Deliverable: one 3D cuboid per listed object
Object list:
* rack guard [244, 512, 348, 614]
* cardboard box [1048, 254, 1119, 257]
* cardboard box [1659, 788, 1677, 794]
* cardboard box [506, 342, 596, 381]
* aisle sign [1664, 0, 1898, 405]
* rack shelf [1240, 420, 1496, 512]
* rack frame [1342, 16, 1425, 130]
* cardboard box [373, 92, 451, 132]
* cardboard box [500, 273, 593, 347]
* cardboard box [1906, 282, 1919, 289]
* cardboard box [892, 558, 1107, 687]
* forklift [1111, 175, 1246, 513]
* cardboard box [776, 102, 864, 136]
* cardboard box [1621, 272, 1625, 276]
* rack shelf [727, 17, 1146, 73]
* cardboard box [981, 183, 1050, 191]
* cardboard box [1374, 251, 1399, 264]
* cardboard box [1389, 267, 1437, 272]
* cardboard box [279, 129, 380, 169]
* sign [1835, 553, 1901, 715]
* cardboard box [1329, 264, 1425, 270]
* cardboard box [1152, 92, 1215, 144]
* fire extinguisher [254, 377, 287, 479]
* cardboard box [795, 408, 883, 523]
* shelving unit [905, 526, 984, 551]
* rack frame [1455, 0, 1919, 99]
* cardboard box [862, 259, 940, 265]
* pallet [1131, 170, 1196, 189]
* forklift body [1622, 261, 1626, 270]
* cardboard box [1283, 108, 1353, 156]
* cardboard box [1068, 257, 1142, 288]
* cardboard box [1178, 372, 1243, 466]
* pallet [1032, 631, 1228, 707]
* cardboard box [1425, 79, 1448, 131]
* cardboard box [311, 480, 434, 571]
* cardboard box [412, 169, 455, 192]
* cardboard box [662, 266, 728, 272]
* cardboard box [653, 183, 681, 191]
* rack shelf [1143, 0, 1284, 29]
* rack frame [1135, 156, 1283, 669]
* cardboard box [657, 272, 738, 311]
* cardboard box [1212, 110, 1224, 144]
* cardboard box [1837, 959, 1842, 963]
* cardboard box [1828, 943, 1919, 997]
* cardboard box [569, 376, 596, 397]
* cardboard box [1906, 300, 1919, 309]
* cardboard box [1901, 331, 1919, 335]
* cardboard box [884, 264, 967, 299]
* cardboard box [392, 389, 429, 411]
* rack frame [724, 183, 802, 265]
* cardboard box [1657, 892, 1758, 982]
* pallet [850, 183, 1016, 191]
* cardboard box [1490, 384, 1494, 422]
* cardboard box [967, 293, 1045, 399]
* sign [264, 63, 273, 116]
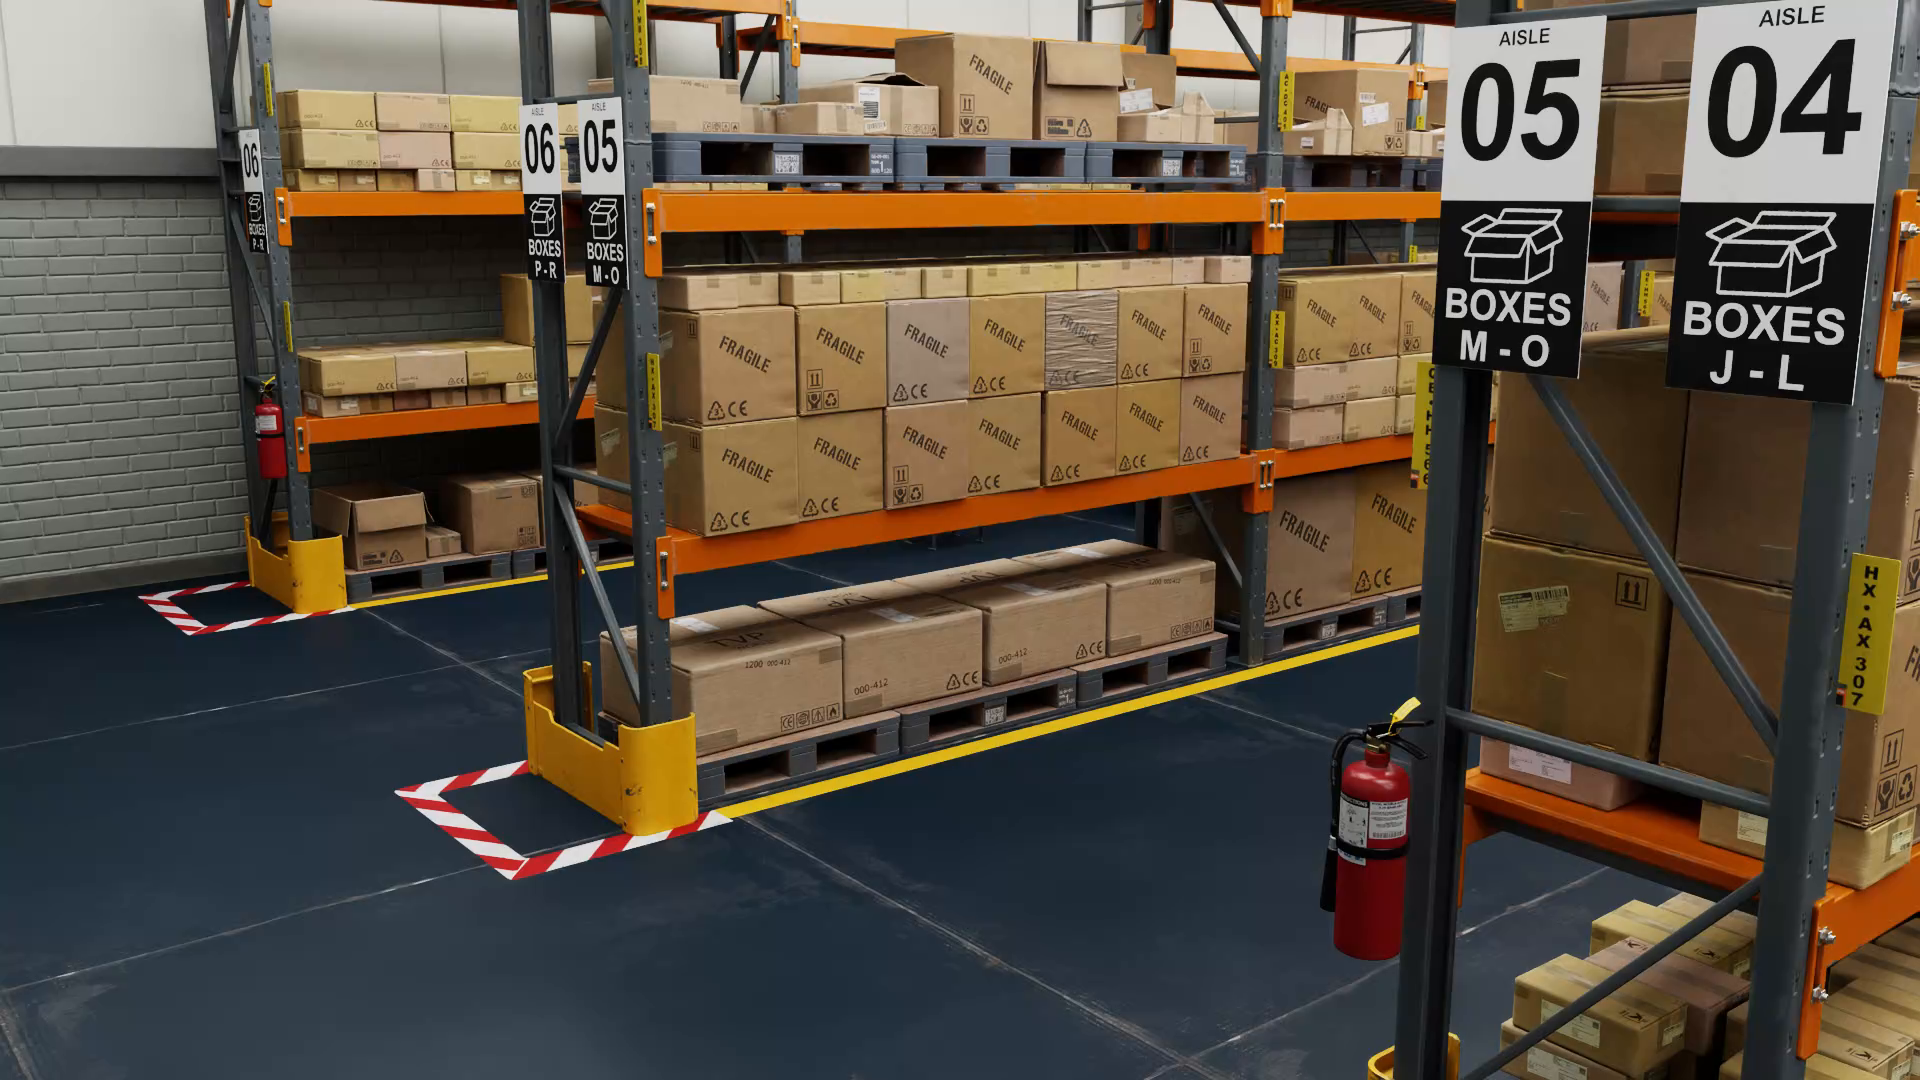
[{"bbox_3d":[-4.695,0.147,11.733,0.348,0.500,1.175,-9,15,-38],"label":"rack guard"},{"bbox_3d":[0.701,-1.561,9.548,0.250,0.149,0.380,-10,15,-38],"label":"cardboard box"},{"bbox_3d":[1.817,0.537,4.483,0.250,0.149,0.380,-9,15,-38],"label":"cardboard box"},{"bbox_3d":[-3.058,-1.355,12.432,0.500,0.250,0.500,-10,16,-39],"label":"cardboard box"},{"bbox_3d":[1.651,-0.685,3.374,0.004,0.787,0.394,-9,15,-38],"label":"aisle sign"},{"bbox_3d":[3.035,-0.688,11.379,4.000,0.370,1.077,-9,15,-38],"label":"rack shelf"},{"bbox_3d":[4.616,-5.558,18.136,0.127,3.000,1.000,-9,15,-38],"label":"rack frame"},{"bbox_3d":[-3.842,-2.930,11.424,0.500,0.250,0.500,-10,15,-38],"label":"cardboard box"},{"bbox_3d":[-3.060,-1.715,12.322,0.500,0.500,0.500,-9,15,-36],"label":"cardboard box"},{"bbox_3d":[8.199,-2.524,14.929,0.500,0.500,0.700,-10,15,-38],"label":"cardboard box"},{"bbox_3d":[0.217,0.448,9.455,0.875,0.438,0.875,-10,16,-39],"label":"cardboard box"},{"bbox_3d":[2.024,-1.914,15.588,1.130,2.935,3.031,-2,12,-8],"label":"forklift"},{"bbox_3d":[-0.657,-1.964,7.787,0.250,0.149,0.380,-9,15,-36],"label":"cardboard box"},{"bbox_3d":[5.175,-1.872,13.256,0.500,0.500,0.500,-10,15,-39],"label":"cardboard box"},{"bbox_3d":[-0.069,-4.231,14.586,4.000,0.370,1.077,-9,15,-38],"label":"rack shelf"},{"bbox_3d":[0.461,-3.262,14.907,0.500,0.250,0.500,-9,15,-38],"label":"cardboard box"},{"bbox_3d":[4.899,-3.251,19.199,0.250,0.149,0.380,-10,16,-39],"label":"cardboard box"},{"bbox_3d":[3.169,-1.532,10.974,0.500,0.500,0.500,-10,15,-39],"label":"cardboard box"},{"bbox_3d":[-4.237,-2.619,11.162,0.500,0.250,0.500,-10,15,-38],"label":"cardboard box"},{"bbox_3d":[1.860,0.193,3.414,0.005,0.325,0.100,-9,15,-38],"label":"sign"},{"bbox_3d":[2.867,-1.618,11.377,0.500,0.500,0.500,-9,15,-37],"label":"cardboard box"},{"bbox_3d":[1.174,-2.301,9.095,0.258,0.266,0.396,-9,15,-36],"label":"cardboard box"},{"bbox_3d":[-4.580,-0.752,11.030,0.183,0.674,0.296,-9,15,-38],"label":"fire extinguisher"},{"bbox_3d":[-0.719,-0.396,8.032,0.500,0.500,0.500,-10,15,-38],"label":"cardboard box"},{"bbox_3d":[-0.129,-1.006,13.310,0.503,2.100,0.431,-9,15,-38],"label":"shelving unit"},{"bbox_3d":[1.521,-2.406,3.295,0.127,3.000,1.000,-9,15,-38],"label":"rack frame"},{"bbox_3d":[-0.316,-1.401,8.796,0.250,0.149,0.380,-9,15,-36],"label":"cardboard box"},{"bbox_3d":[1.967,-3.581,16.506,1.003,0.211,1.213,-9,15,-35],"label":"pallet"},{"bbox_3d":[7.399,-2.185,18.740,1.214,2.155,2.313,-9,15,-38],"label":"forklift body"},{"bbox_3d":[2.082,-2.395,9.779,0.258,0.266,0.396,-10,15,-38],"label":"cardboard box"},{"bbox_3d":[0.770,-1.461,9.077,0.250,0.149,0.380,-10,15,-38],"label":"cardboard box"},{"bbox_3d":[1.271,-0.728,9.593,0.500,0.500,0.500,-9,15,-37],"label":"cardboard box"},{"bbox_3d":[0.830,0.670,9.967,1.213,0.211,1.003,-9,15,-38],"label":"pallet"},{"bbox_3d":[3.401,-2.745,10.862,0.500,0.500,0.500,-9,15,-37],"label":"cardboard box"},{"bbox_3d":[-4.217,-0.114,11.944,0.637,0.503,0.797,-10,16,-40],"label":"cardboard box"},{"bbox_3d":[-3.702,-2.498,11.556,0.250,0.149,0.380,-9,15,-36],"label":"cardboard box"},{"bbox_3d":[-1.312,-1.232,8.002,0.250,0.149,0.380,-9,15,-37],"label":"cardboard box"},{"bbox_3d":[-2.330,-2.739,12.689,0.250,0.149,0.380,-10,15,-38],"label":"cardboard box"},{"bbox_3d":[-0.089,-2.908,8.353,4.000,0.370,1.077,-9,15,-38],"label":"rack shelf"},{"bbox_3d":[1.473,-0.780,10.082,0.127,3.000,1.000,-9,15,-38],"label":"rack frame"},{"bbox_3d":[-1.200,-1.118,7.461,0.250,0.149,0.380,-9,15,-36],"label":"cardboard box"},{"bbox_3d":[2.211,-3.929,16.196,0.500,0.500,0.500,-9,15,-37],"label":"cardboard box"},{"bbox_3d":[2.767,1.290,5.468,0.250,0.149,0.380,-9,15,-35],"label":"cardboard box"},{"bbox_3d":[2.701,1.301,4.701,0.250,0.149,0.380,-10,16,-40],"label":"cardboard box"},{"bbox_3d":[-2.938,-1.182,12.580,0.250,0.149,0.380,-9,15,-38],"label":"cardboard box"},{"bbox_3d":[3.332,-0.525,5.515,0.500,0.500,0.500,-9,15,-37],"label":"cardboard box"},{"bbox_3d":[2.847,-0.301,4.459,0.500,0.500,0.500,-10,15,-39],"label":"cardboard box"},{"bbox_3d":[-0.178,-1.284,8.243,0.250,0.149,0.380,-9,15,-37],"label":"cardboard box"},{"bbox_3d":[-3.973,-1.021,11.822,0.250,0.149,0.380,-10,15,-38],"label":"cardboard box"},{"bbox_3d":[-1.631,-1.585,13.871,0.127,3.000,1.000,-9,15,-38],"label":"rack frame"},{"bbox_3d":[2.373,1.216,5.101,0.250,0.149,0.380,-10,16,-40],"label":"cardboard box"},{"bbox_3d":[-0.270,-3.169,14.560,1.003,0.211,1.213,-9,15,-38],"label":"pallet"},{"bbox_3d":[3.191,-0.916,11.081,0.500,0.250,0.500,-10,15,-39],"label":"cardboard box"},{"bbox_3d":[0.088,-1.016,8.546,0.500,0.500,0.500,-9,15,-37],"label":"cardboard box"},{"bbox_3d":[-4.415,-2.873,10.610,0.005,0.325,0.100,-9,15,-38],"label":"sign"}]
